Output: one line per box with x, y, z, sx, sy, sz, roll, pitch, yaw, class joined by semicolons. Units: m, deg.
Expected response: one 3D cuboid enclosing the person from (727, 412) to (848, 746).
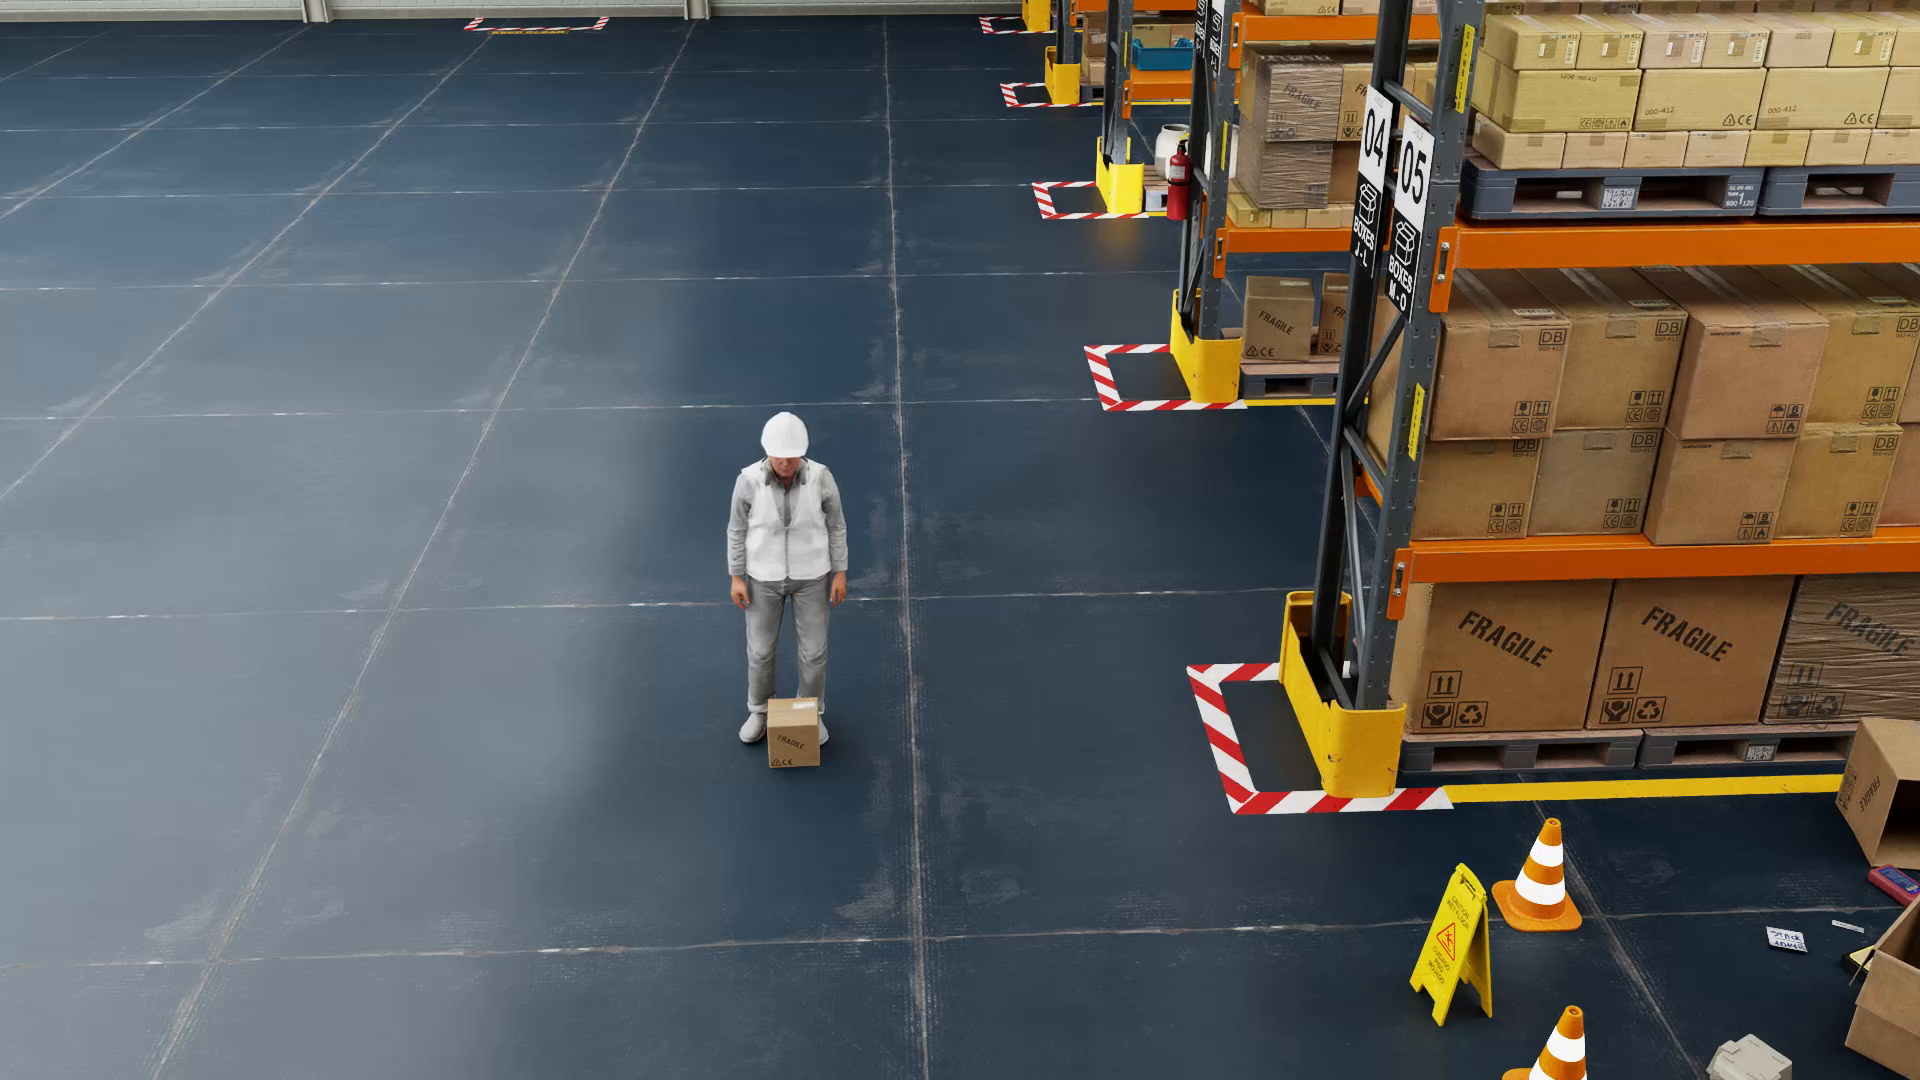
-0.848;0.176;8.249;0.590;1.772;0.465;-2;27;-5;person
